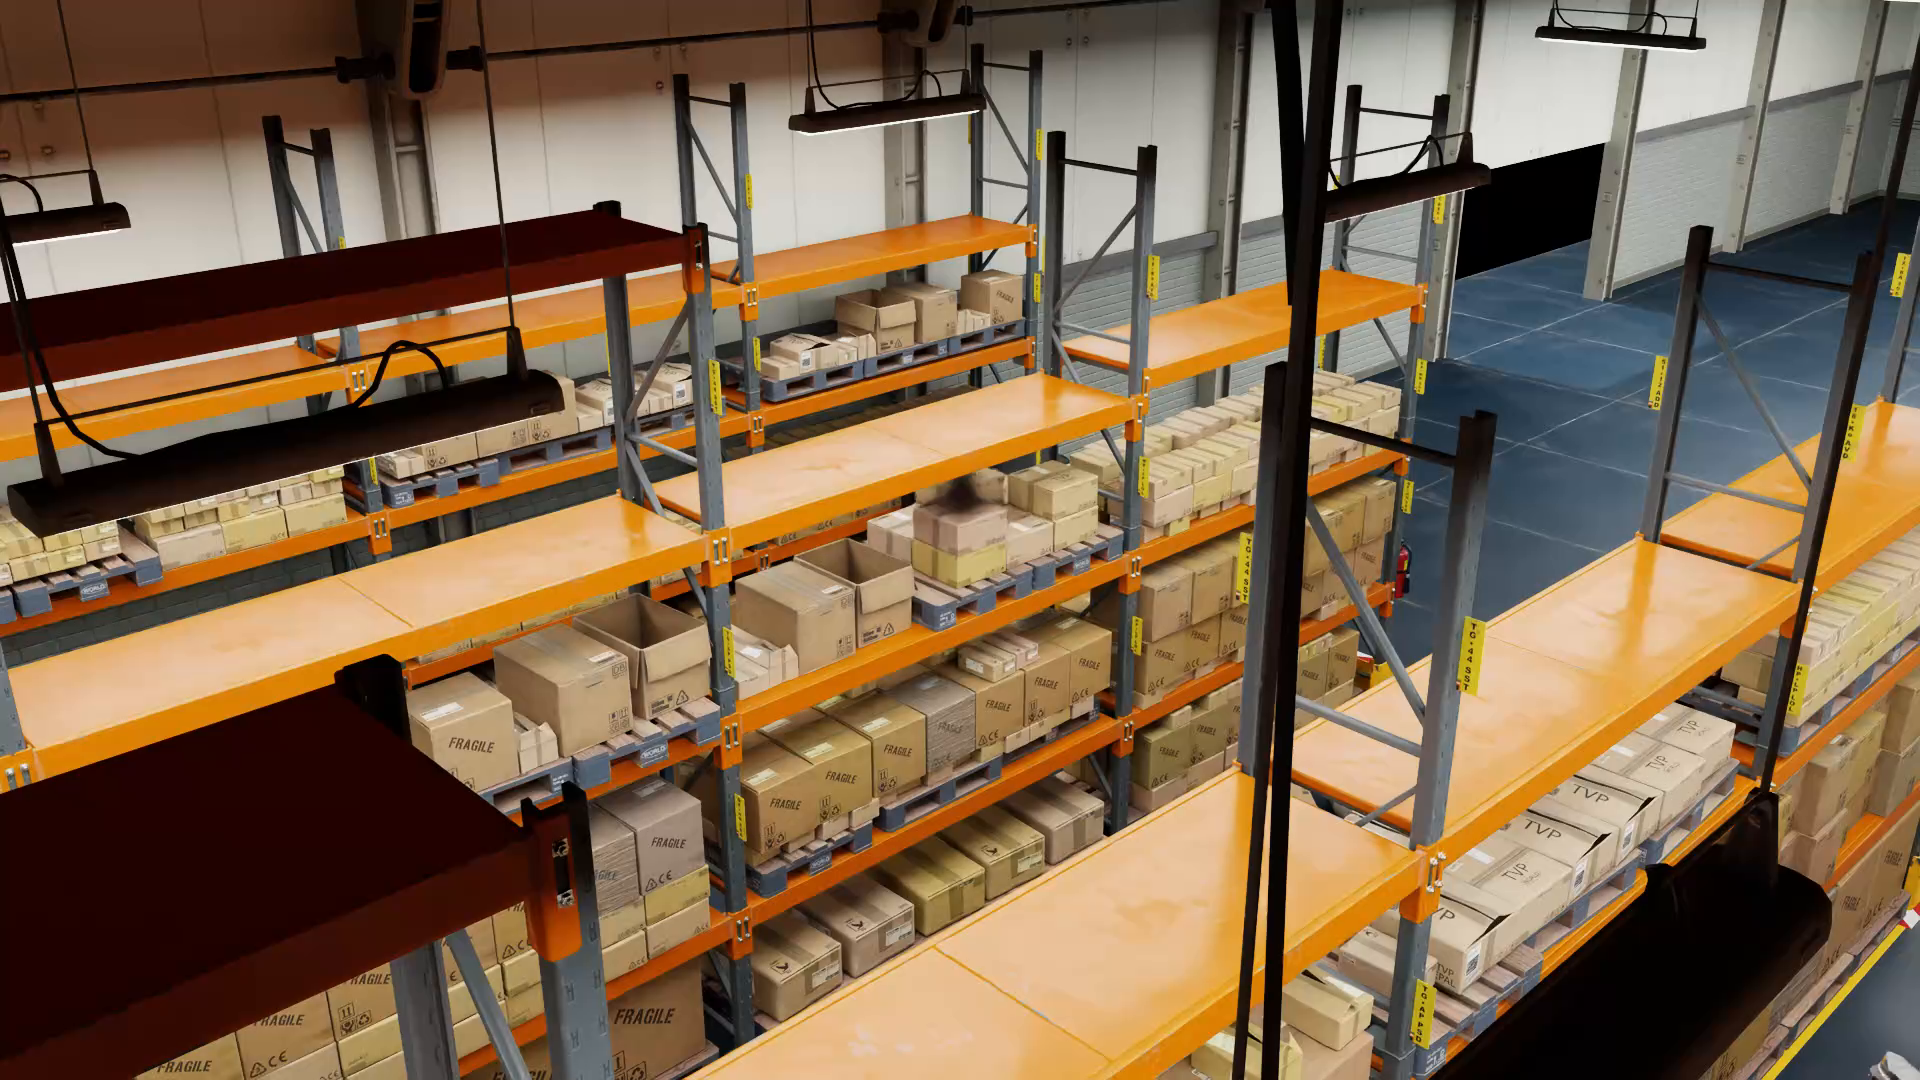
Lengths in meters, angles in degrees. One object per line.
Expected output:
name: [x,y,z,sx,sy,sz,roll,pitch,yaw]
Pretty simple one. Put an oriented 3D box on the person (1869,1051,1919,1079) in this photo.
person: [5.161,3.711,9.699,0.646,1.685,0.608,-6,23,-14]
